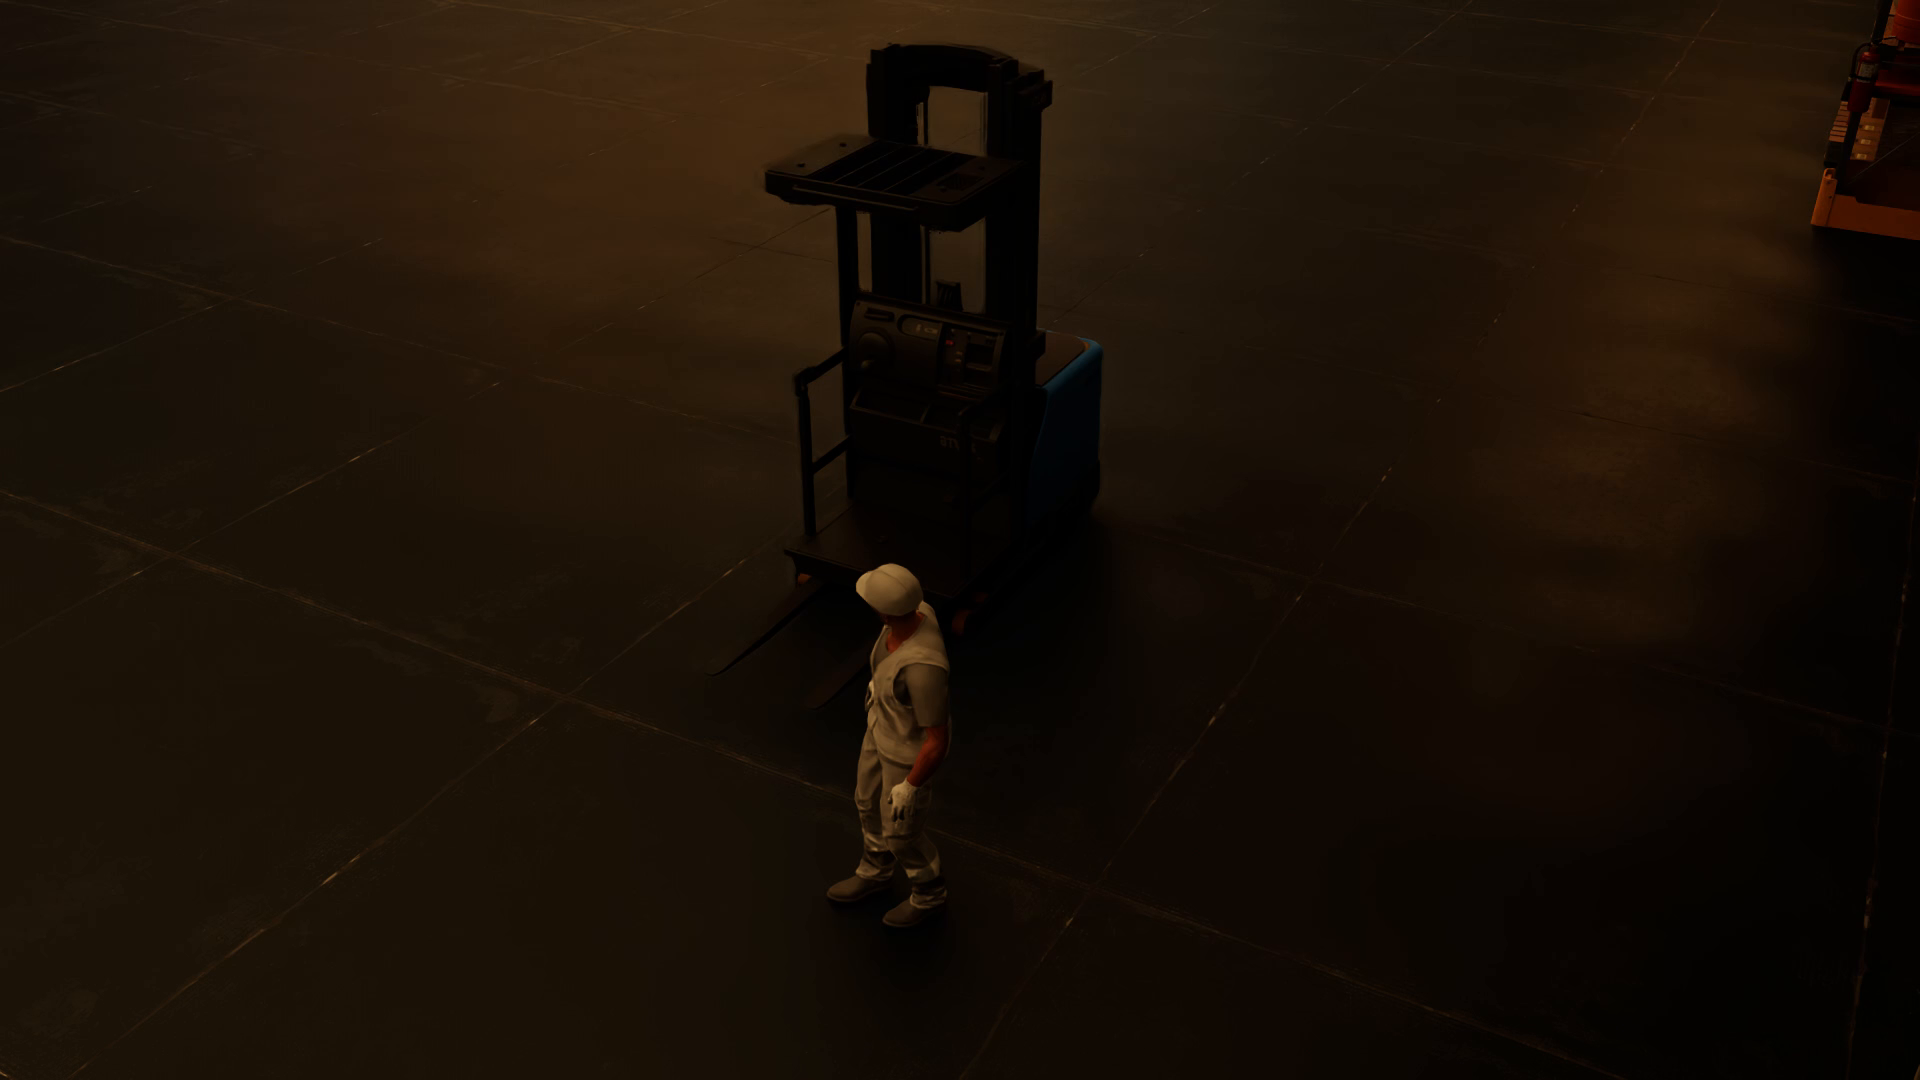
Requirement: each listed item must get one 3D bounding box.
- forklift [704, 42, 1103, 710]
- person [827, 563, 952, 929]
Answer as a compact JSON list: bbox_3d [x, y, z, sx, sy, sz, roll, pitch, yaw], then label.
[{"bbox_3d":[-0.281,-0.992,8.790,1.130,2.935,3.031,15,33,24],"label":"forklift"},{"bbox_3d":[-0.296,0.841,6.774,0.505,1.772,0.757,-10,31,-16],"label":"person"}]
